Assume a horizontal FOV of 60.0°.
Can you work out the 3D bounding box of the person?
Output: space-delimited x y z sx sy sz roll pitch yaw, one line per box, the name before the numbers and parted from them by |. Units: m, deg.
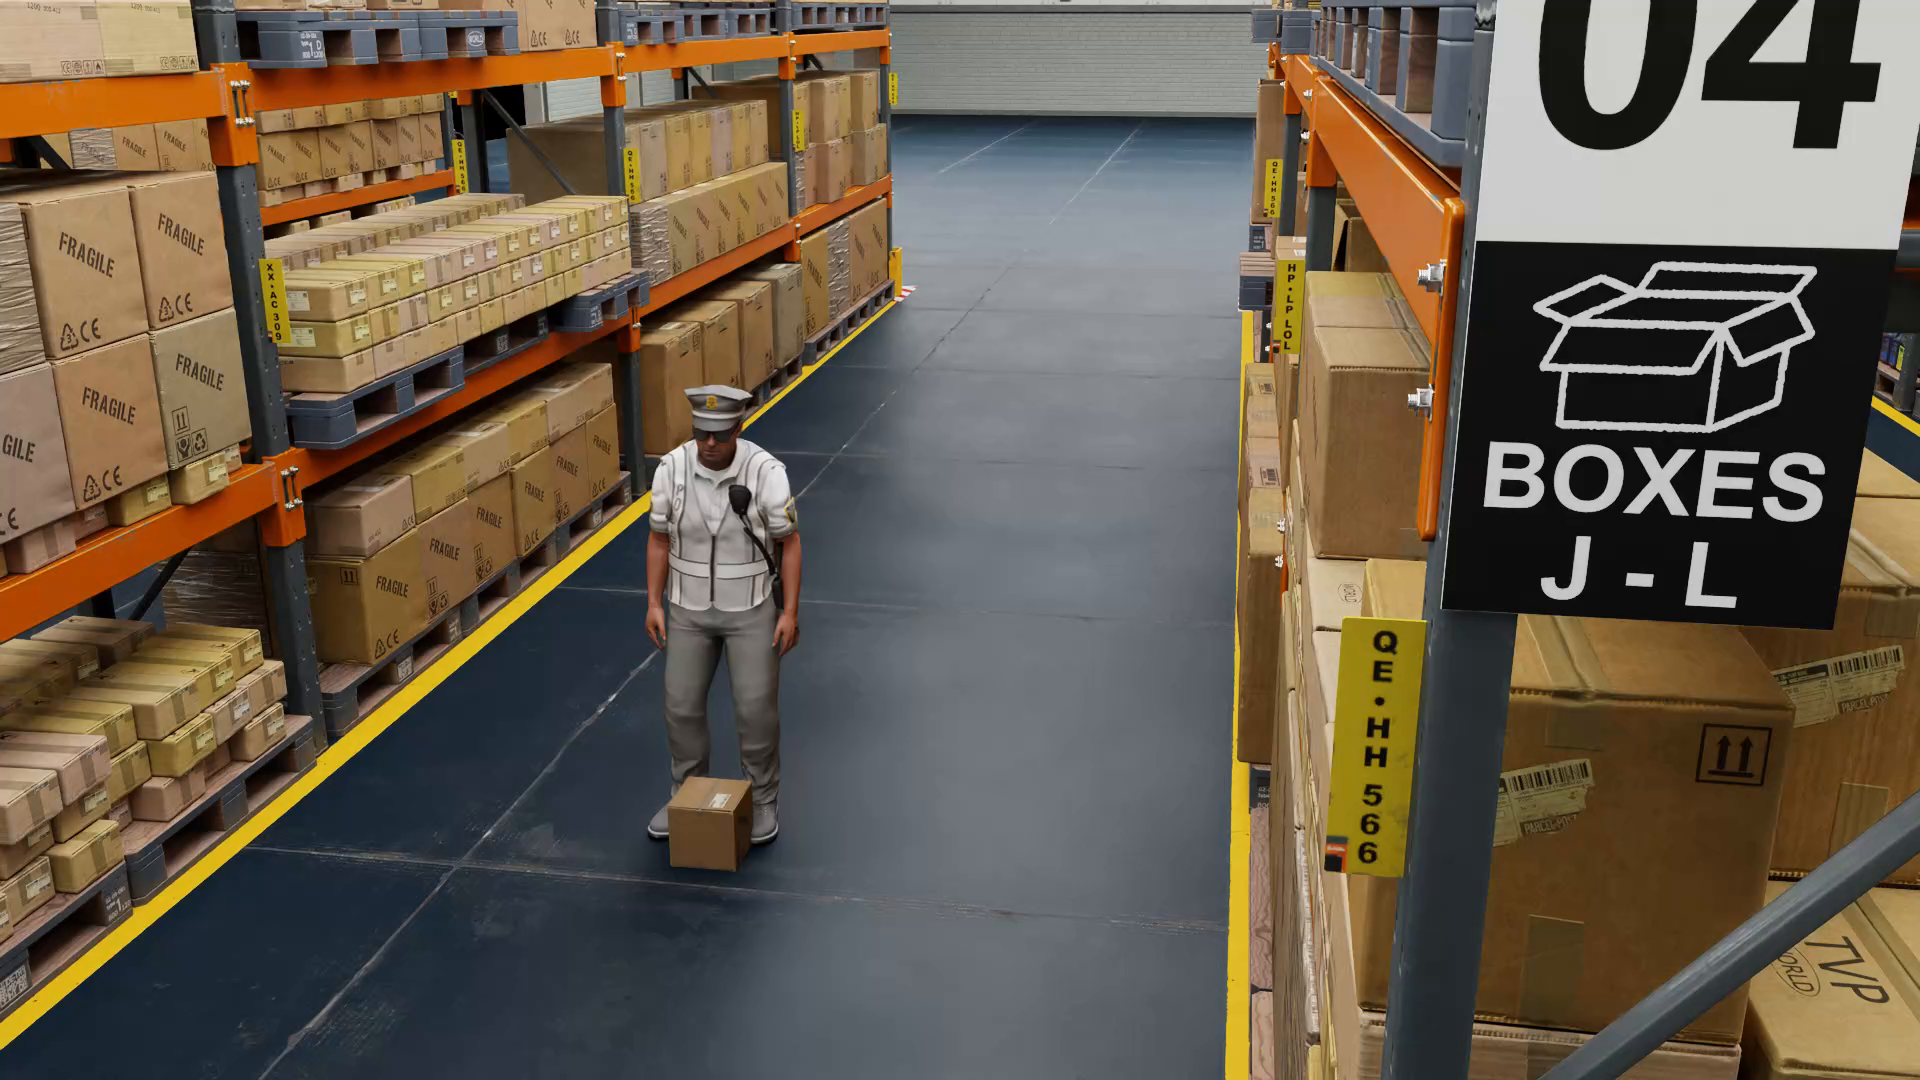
person | -0.887 0.260 6.234 0.596 1.745 0.437 2 18 6
